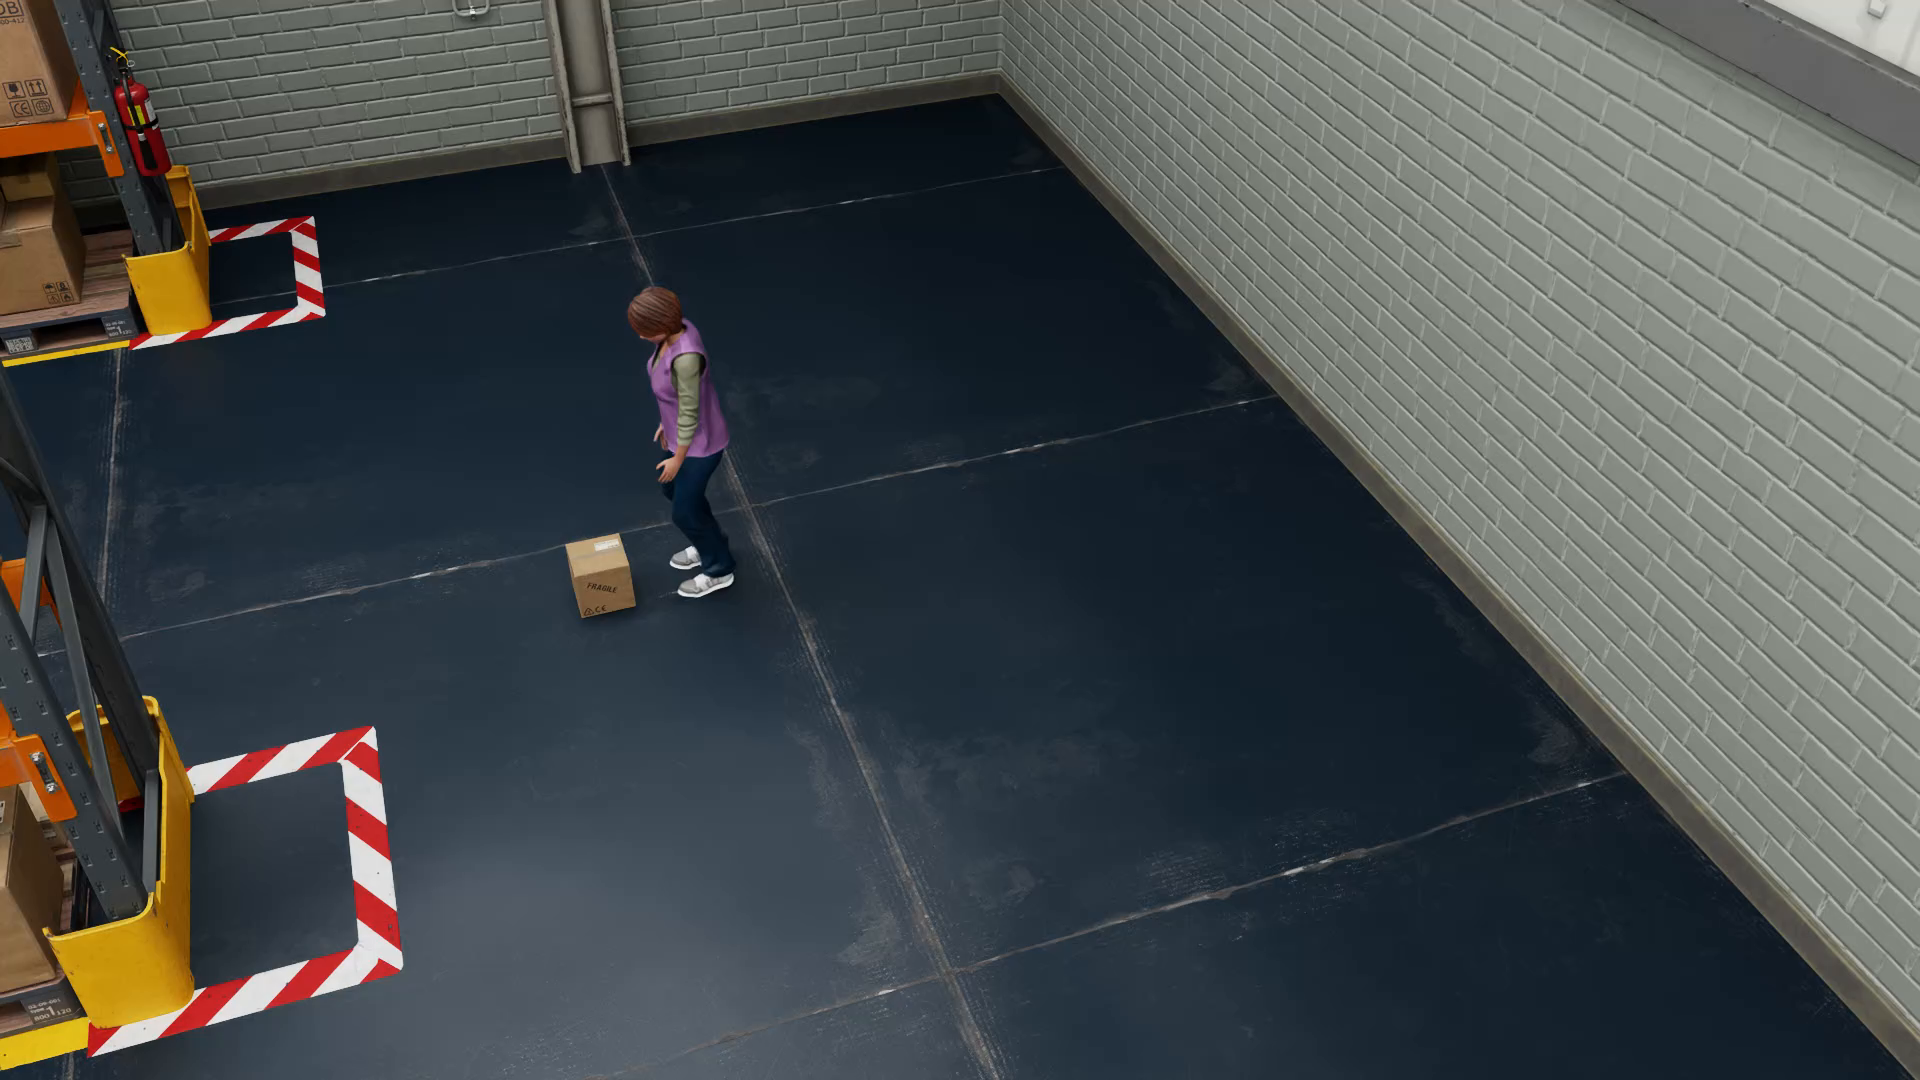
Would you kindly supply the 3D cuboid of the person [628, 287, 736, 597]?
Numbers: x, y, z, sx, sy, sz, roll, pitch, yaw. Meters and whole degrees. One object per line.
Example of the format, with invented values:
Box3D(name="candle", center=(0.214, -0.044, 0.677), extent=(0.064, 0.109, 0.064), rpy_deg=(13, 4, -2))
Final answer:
Box3D(name="person", center=(-1.205, -0.430, 7.369), extent=(0.368, 1.567, 0.423), rpy_deg=(-12, 40, -15))
